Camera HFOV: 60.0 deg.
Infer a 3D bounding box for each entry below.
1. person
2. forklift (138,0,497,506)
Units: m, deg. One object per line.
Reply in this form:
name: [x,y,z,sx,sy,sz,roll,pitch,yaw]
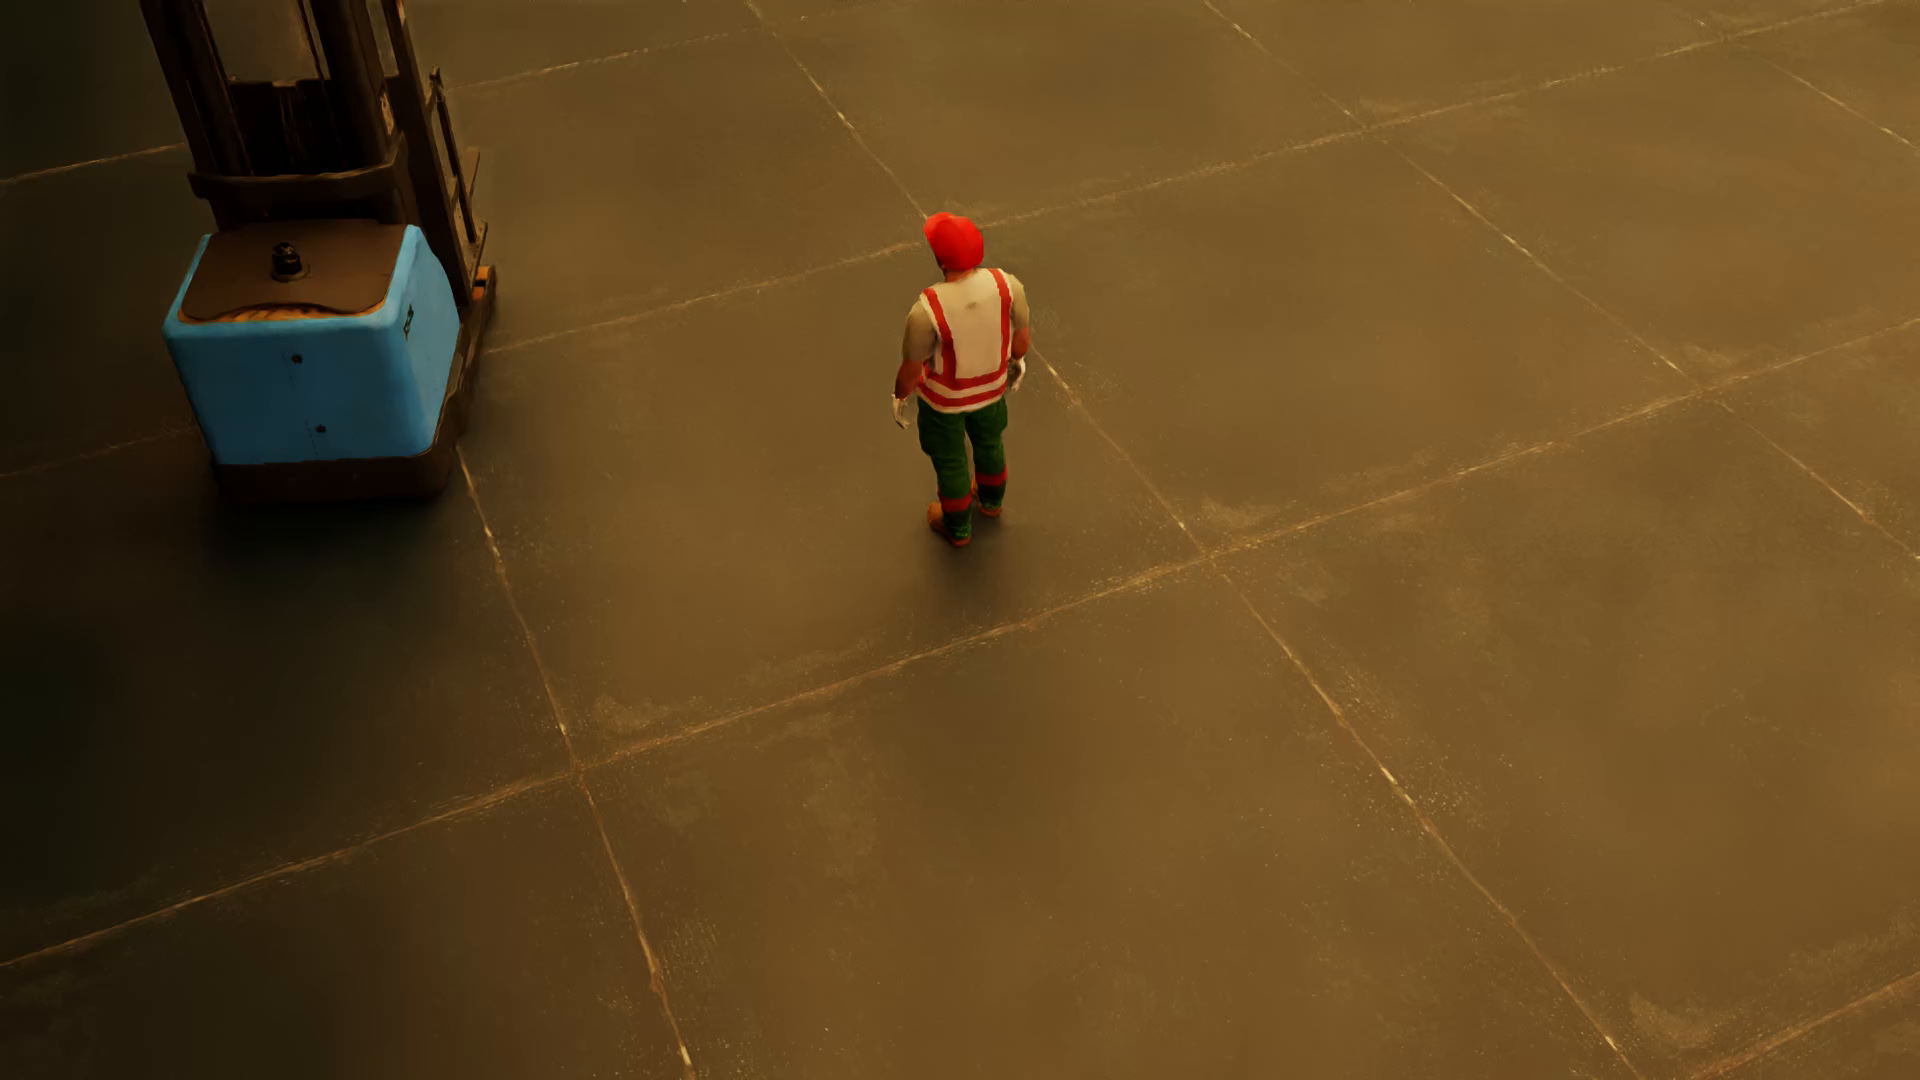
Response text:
person: [-0.024,-0.712,7.270,0.637,1.787,0.563,-18,46,-18]
forklift: [-3.121,-2.236,8.076,1.130,2.935,3.031,-3,43,-4]
